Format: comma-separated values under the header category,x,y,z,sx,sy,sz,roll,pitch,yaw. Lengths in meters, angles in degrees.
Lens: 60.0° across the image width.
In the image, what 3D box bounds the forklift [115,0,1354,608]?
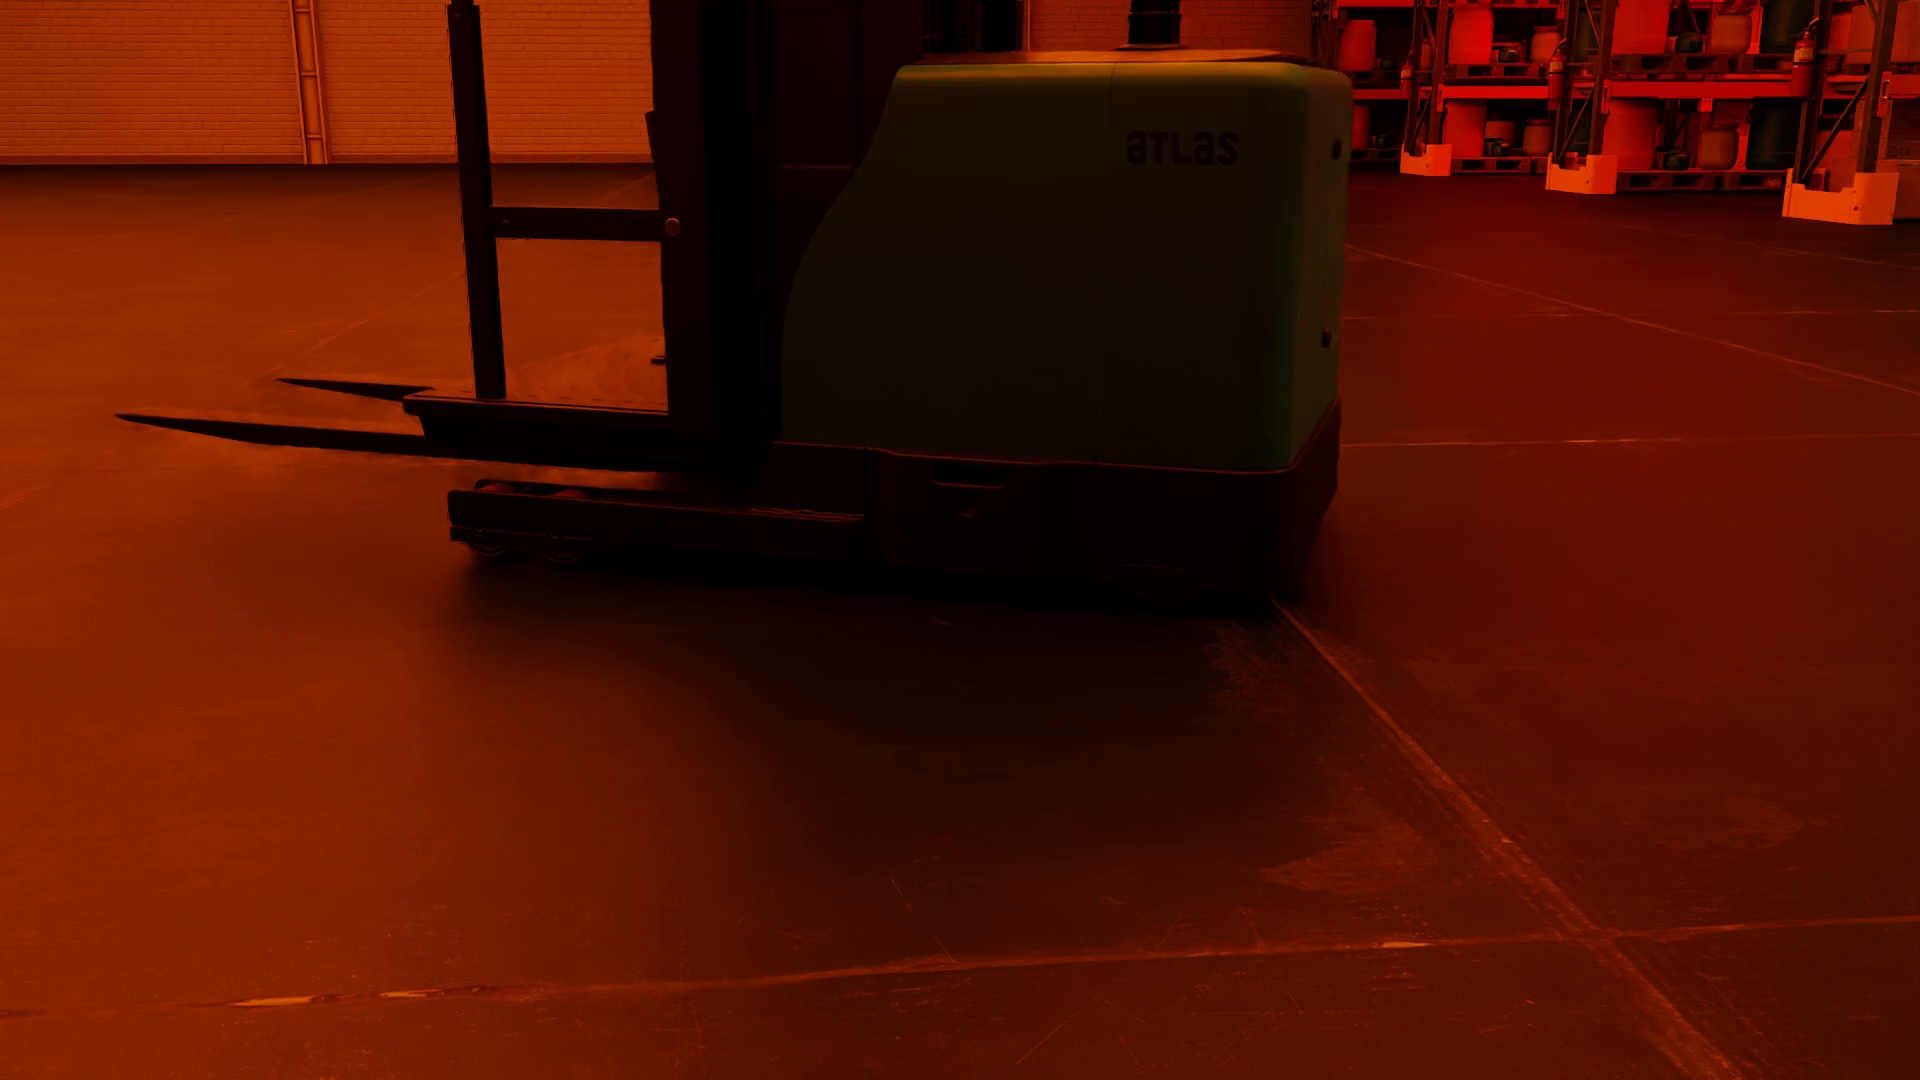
category,x,y,z,sx,sy,sz,roll,pitch,yaw
forklift,-0.642,-1.485,3.820,3.031,2.935,1.130,5,15,18
